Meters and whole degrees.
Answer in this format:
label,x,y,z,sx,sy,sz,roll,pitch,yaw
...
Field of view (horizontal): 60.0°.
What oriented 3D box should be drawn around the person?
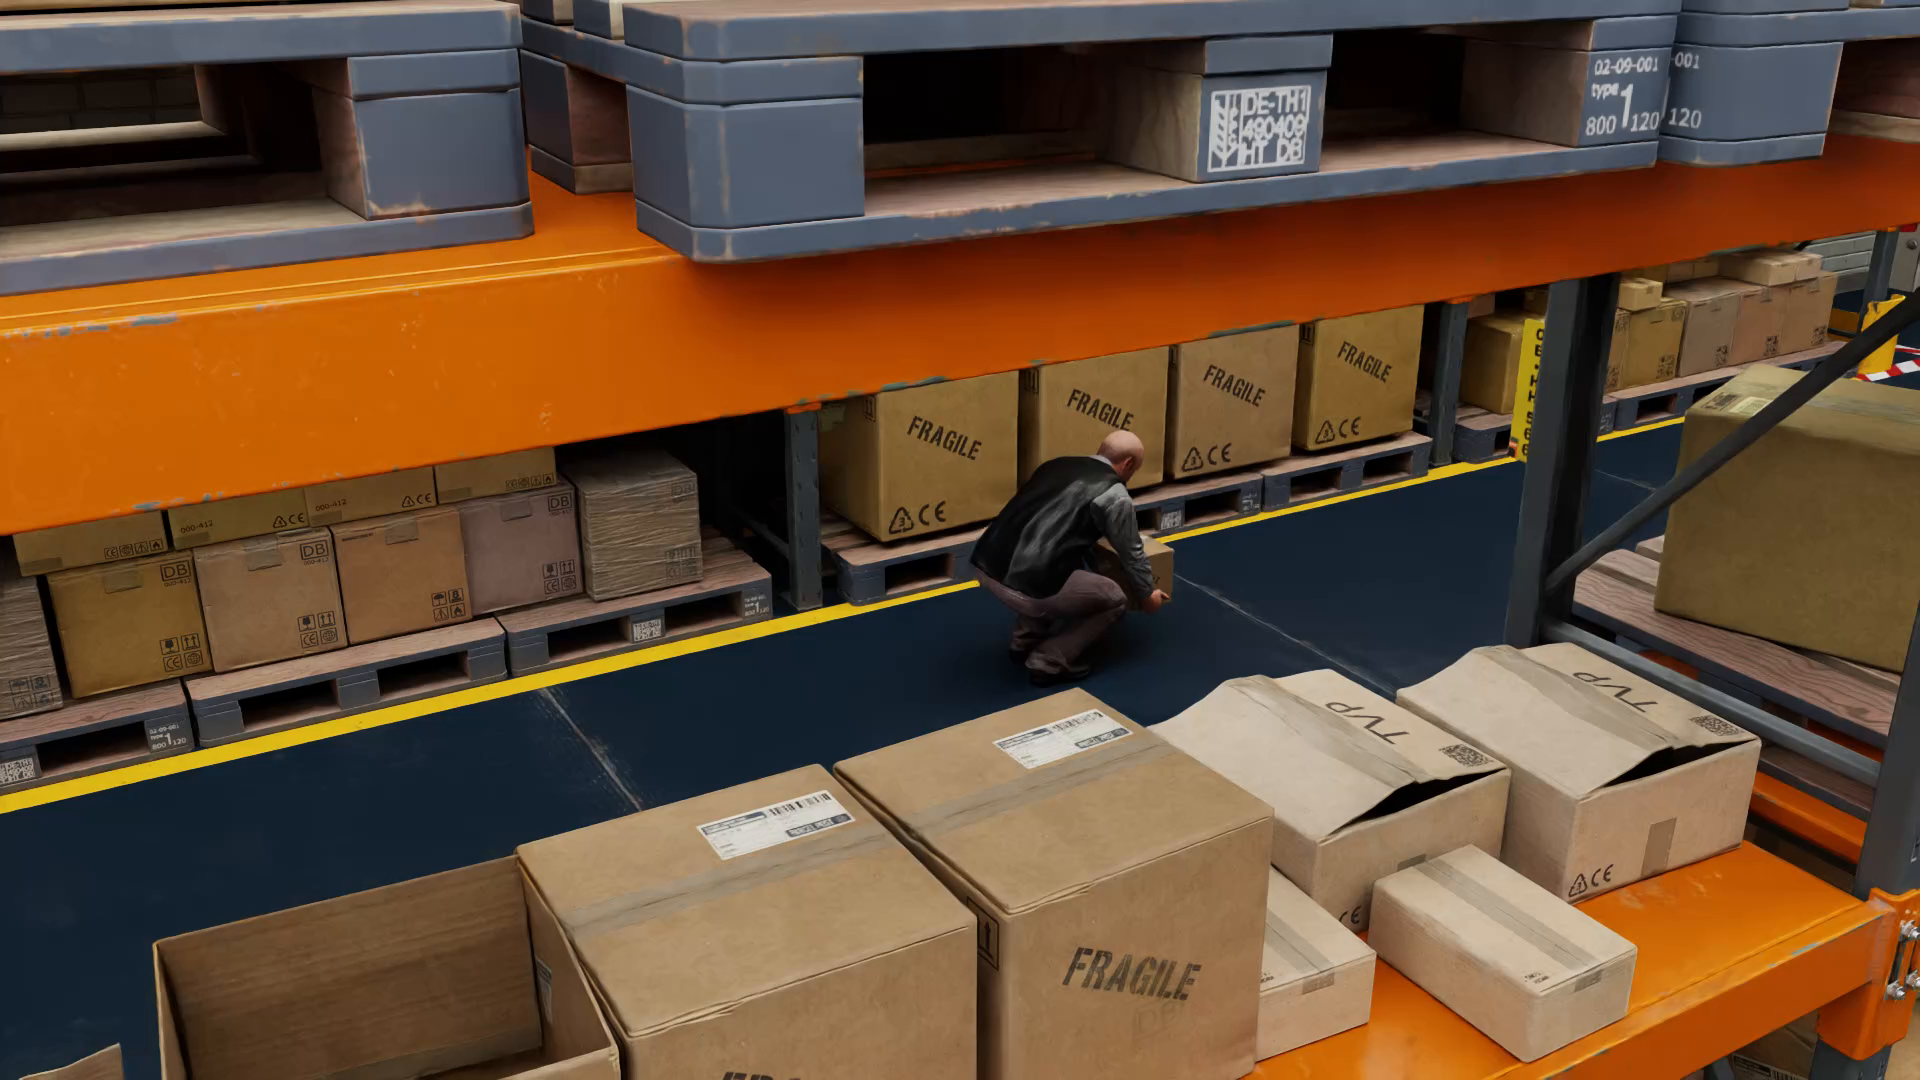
label,x,y,z,sx,sy,sz,roll,pitch,yaw
person,0.416,0.085,6.977,0.767,0.842,0.517,-13,25,-30
